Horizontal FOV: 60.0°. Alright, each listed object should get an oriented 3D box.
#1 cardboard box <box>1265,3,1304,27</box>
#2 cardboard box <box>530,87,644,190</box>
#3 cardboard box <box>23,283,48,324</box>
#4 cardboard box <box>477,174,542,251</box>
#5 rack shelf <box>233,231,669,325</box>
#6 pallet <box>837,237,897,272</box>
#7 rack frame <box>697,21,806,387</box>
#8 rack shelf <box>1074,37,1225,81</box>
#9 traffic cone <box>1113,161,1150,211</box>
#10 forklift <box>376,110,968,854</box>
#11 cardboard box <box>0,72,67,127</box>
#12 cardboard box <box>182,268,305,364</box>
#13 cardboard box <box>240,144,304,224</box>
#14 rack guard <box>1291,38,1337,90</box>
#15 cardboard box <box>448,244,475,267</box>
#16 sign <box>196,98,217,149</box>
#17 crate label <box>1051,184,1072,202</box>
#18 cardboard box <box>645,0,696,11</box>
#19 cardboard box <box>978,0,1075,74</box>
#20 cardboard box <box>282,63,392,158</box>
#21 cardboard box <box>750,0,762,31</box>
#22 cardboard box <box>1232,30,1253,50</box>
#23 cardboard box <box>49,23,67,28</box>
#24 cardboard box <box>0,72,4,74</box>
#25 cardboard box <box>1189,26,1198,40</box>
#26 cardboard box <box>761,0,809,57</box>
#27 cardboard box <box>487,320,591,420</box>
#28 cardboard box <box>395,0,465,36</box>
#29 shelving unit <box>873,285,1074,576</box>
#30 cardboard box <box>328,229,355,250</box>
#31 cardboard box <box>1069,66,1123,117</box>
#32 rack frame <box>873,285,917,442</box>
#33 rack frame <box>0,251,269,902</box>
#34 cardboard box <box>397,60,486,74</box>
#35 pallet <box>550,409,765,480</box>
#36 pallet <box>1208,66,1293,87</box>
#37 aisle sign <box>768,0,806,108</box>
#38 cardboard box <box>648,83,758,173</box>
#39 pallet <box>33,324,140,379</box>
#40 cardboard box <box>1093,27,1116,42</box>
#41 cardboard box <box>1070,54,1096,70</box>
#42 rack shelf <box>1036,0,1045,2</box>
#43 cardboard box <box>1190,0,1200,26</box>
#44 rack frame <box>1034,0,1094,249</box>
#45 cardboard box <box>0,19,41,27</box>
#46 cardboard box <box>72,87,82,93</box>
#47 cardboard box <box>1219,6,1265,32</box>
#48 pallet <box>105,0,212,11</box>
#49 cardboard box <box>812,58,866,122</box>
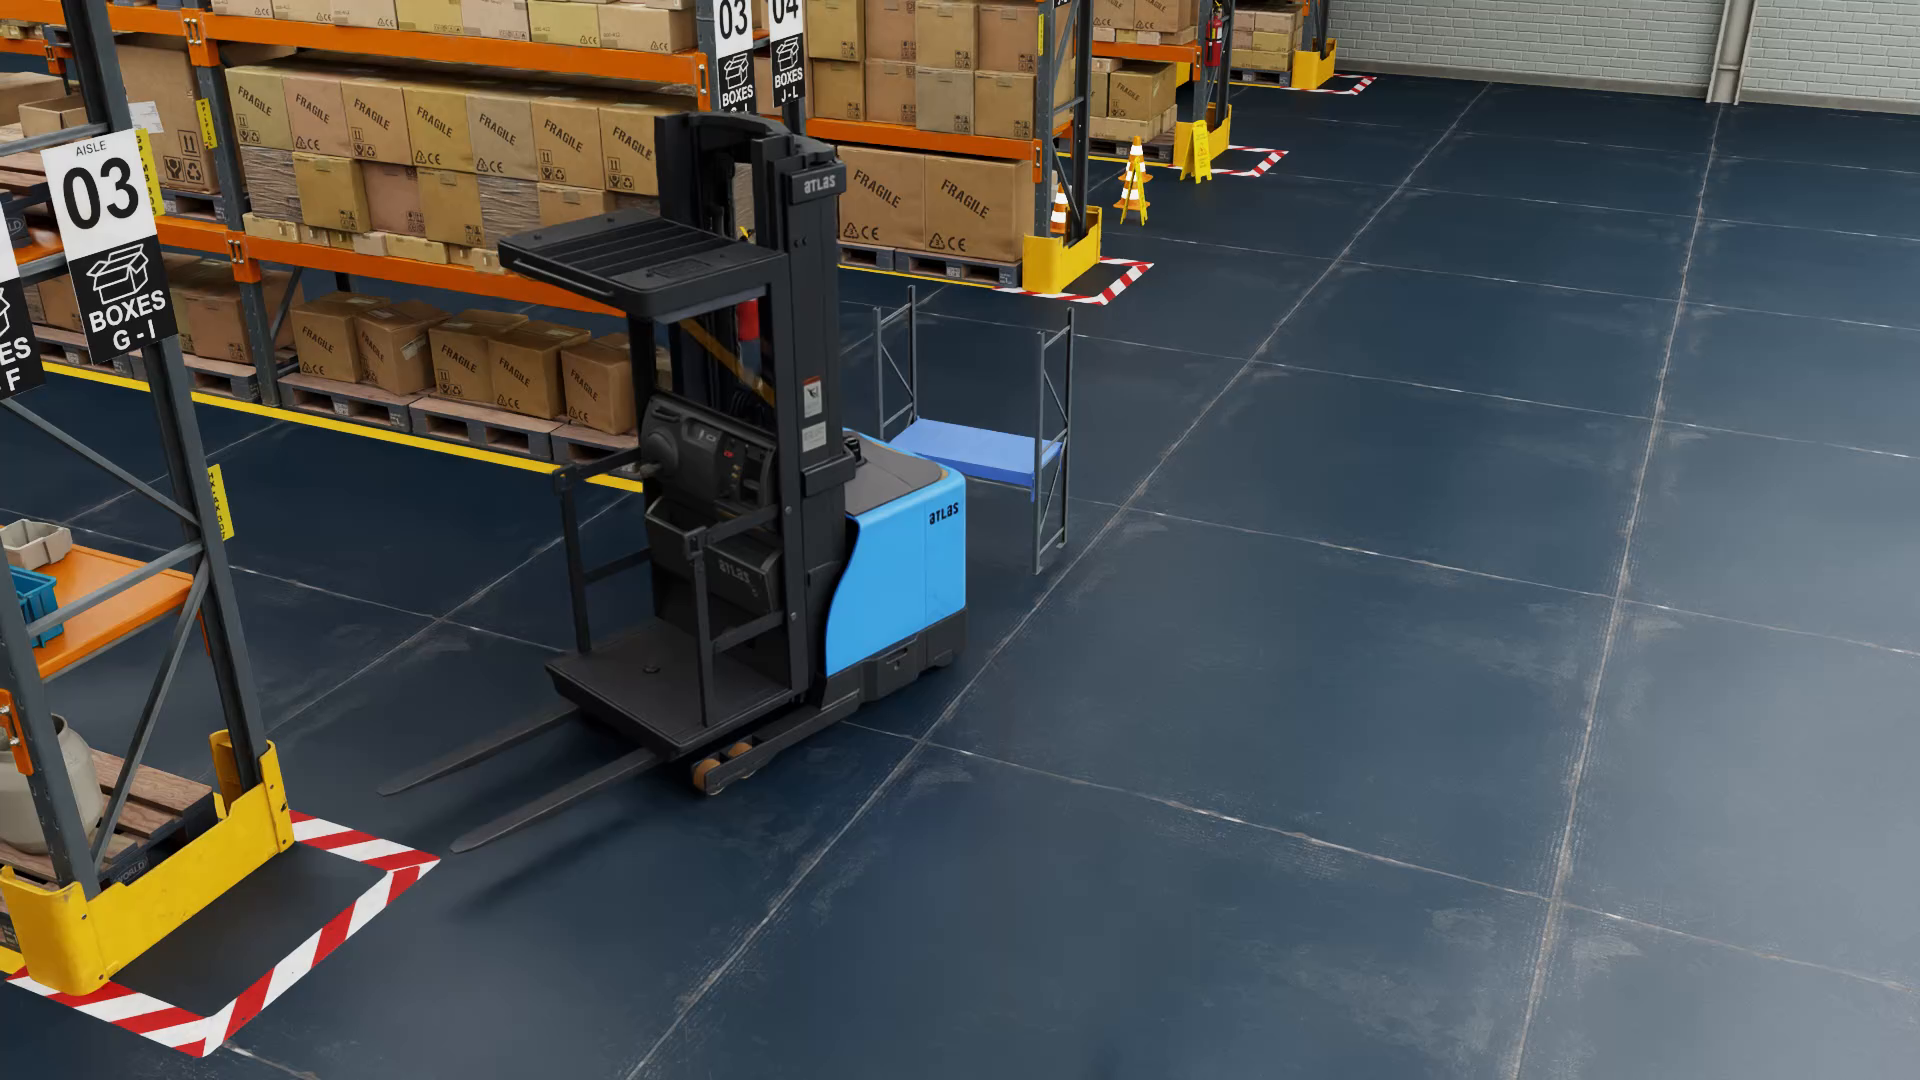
[{"bbox_3d":[4.557,-7.342,23.271,0.500,0.250,0.500,11,28,21],"label":"cardboard box"},{"bbox_3d":[-2.298,-2.510,10.370,0.500,0.500,0.500,11,28,22],"label":"cardboard box"},{"bbox_3d":[-7.391,-2.121,13.494,0.500,0.500,0.700,9,28,18],"label":"cardboard box"},{"bbox_3d":[-2.669,-2.235,10.943,0.500,0.500,0.875,11,28,22],"label":"cardboard box"},{"bbox_3d":[-3.058,-1.836,11.397,4.000,0.370,1.077,11,28,22],"label":"rack shelf"},{"bbox_3d":[-0.959,-2.856,15.812,1.213,0.211,1.003,11,28,22],"label":"pallet"},{"bbox_3d":[-1.237,-1.793,10.496,0.127,3.000,1.000,11,28,22],"label":"rack frame"},{"bbox_3d":[1.044,-5.821,19.491,4.000,0.370,1.077,11,28,22],"label":"rack shelf"},{"bbox_3d":[1.789,-3.691,17.223,0.334,0.463,0.336,11,28,22],"label":"traffic cone"},{"bbox_3d":[-1.335,-0.372,7.686,1.130,2.935,3.031,23,34,38],"label":"forklift"},{"bbox_3d":[-7.462,-3.344,13.058,0.500,0.500,0.700,16,30,29],"label":"cardboard box"},{"bbox_3d":[-5.429,-1.721,12.682,0.500,0.500,0.700,9,28,18],"label":"cardboard box"},{"bbox_3d":[-4.494,-2.595,11.676,0.500,0.500,0.875,11,28,22],"label":"cardboard box"},{"bbox_3d":[4.938,-6.648,23.187,0.348,0.500,1.175,11,28,22],"label":"rack guard"},{"bbox_3d":[-3.190,-1.955,11.109,0.250,0.149,0.380,11,28,22],"label":"cardboard box"},{"bbox_3d":[-5.105,-2.820,11.271,0.005,0.325,0.100,11,28,22],"label":"sign"},{"bbox_3d":[1.048,-3.664,17.536,0.298,0.136,0.250,-2,26,-5],"label":"crate label"},{"bbox_3d":[-1.619,-3.176,9.626,0.250,0.149,0.380,11,28,22],"label":"cardboard box"},{"bbox_3d":[0.586,-4.404,14.407,0.550,0.550,0.875,11,28,22],"label":"cardboard box"},{"bbox_3d":[-4.118,-2.876,11.113,0.500,0.500,0.500,11,28,22],"label":"cardboard box"},{"bbox_3d":[-1.569,-3.263,10.256,0.500,0.250,0.500,12,29,23],"label":"cardboard box"},{"bbox_3d":[3.892,-7.013,23.169,0.500,0.250,0.500,11,28,21],"label":"cardboard box"},{"bbox_3d":[-9.848,-5.782,18.406,0.250,0.149,0.380,10,28,19],"label":"cardboard box"},{"bbox_3d":[-11.906,-5.618,20.343,0.250,0.149,0.380,10,28,20],"label":"cardboard box"},{"bbox_3d":[2.641,-5.810,18.940,0.250,0.149,0.380,11,28,22],"label":"cardboard box"},{"bbox_3d":[-1.428,-4.763,15.136,0.550,0.550,0.875,11,28,22],"label":"cardboard box"},{"bbox_3d":[-2.919,-1.198,11.643,0.500,0.500,0.500,14,30,27],"label":"cardboard box"},{"bbox_3d":[-3.160,-3.334,10.401,0.500,0.250,0.500,11,28,21],"label":"cardboard box"},{"bbox_3d":[0.078,-0.657,9.887,1.048,1.500,0.538,11,28,22],"label":"shelving unit"},{"bbox_3d":[-4.115,-2.124,11.452,0.250,0.149,0.380,11,28,22],"label":"cardboard box"},{"bbox_3d":[1.551,-5.205,19.214,0.500,0.500,0.500,12,29,24],"label":"cardboard box"},{"bbox_3d":[-0.385,-0.750,10.076,0.032,1.500,0.500,11,28,22],"label":"rack frame"},{"bbox_3d":[-3.288,0.199,6.451,0.127,3.000,1.000,11,28,22],"label":"rack frame"},{"bbox_3d":[-3.445,-2.997,11.359,0.500,0.500,0.500,11,28,22],"label":"cardboard box"},{"bbox_3d":[-2.031,-0.719,11.470,1.213,0.211,1.003,11,28,22],"label":"pallet"},{"bbox_3d":[4.203,-6.646,23.510,1.213,0.211,1.003,11,28,22],"label":"pallet"},{"bbox_3d":[-1.057,-3.069,10.143,0.004,0.787,0.394,11,28,22],"label":"aisle sign"},{"bbox_3d":[-1.625,-2.630,10.614,0.500,0.500,0.500,11,28,22],"label":"cardboard box"},{"bbox_3d":[-6.702,-1.637,13.337,1.213,0.211,1.003,11,28,22],"label":"pallet"},{"bbox_3d":[1.688,-5.739,18.796,0.250,0.149,0.380,12,29,23],"label":"cardboard box"},{"bbox_3d":[1.438,-5.489,19.057,0.250,0.149,0.380,12,29,23],"label":"cardboard box"},{"bbox_3d":[-0.913,-5.157,14.748,4.000,0.370,1.077,11,28,22],"label":"rack shelf"},{"bbox_3d":[2.548,-6.154,18.904,0.500,0.500,0.500,11,28,21],"label":"cardboard box"},{"bbox_3d":[0.908,-3.769,14.509,0.127,3.000,1.000,11,28,22],"label":"rack frame"},{"bbox_3d":[-10.573,-6.116,18.826,0.500,0.500,0.500,11,28,22],"label":"cardboard box"},{"bbox_3d":[-10.244,-5.285,19.668,0.250,0.149,0.380,13,29,24],"label":"cardboard box"},{"bbox_3d":[3.901,-7.227,23.039,0.500,0.250,0.500,12,29,23],"label":"cardboard box"},{"bbox_3d":[-5.396,-3.941,11.676,1.003,0.211,1.213,11,28,22],"label":"pallet"},{"bbox_3d":[-0.916,-4.211,15.237,0.500,0.550,0.875,11,28,22],"label":"cardboard box"}]
